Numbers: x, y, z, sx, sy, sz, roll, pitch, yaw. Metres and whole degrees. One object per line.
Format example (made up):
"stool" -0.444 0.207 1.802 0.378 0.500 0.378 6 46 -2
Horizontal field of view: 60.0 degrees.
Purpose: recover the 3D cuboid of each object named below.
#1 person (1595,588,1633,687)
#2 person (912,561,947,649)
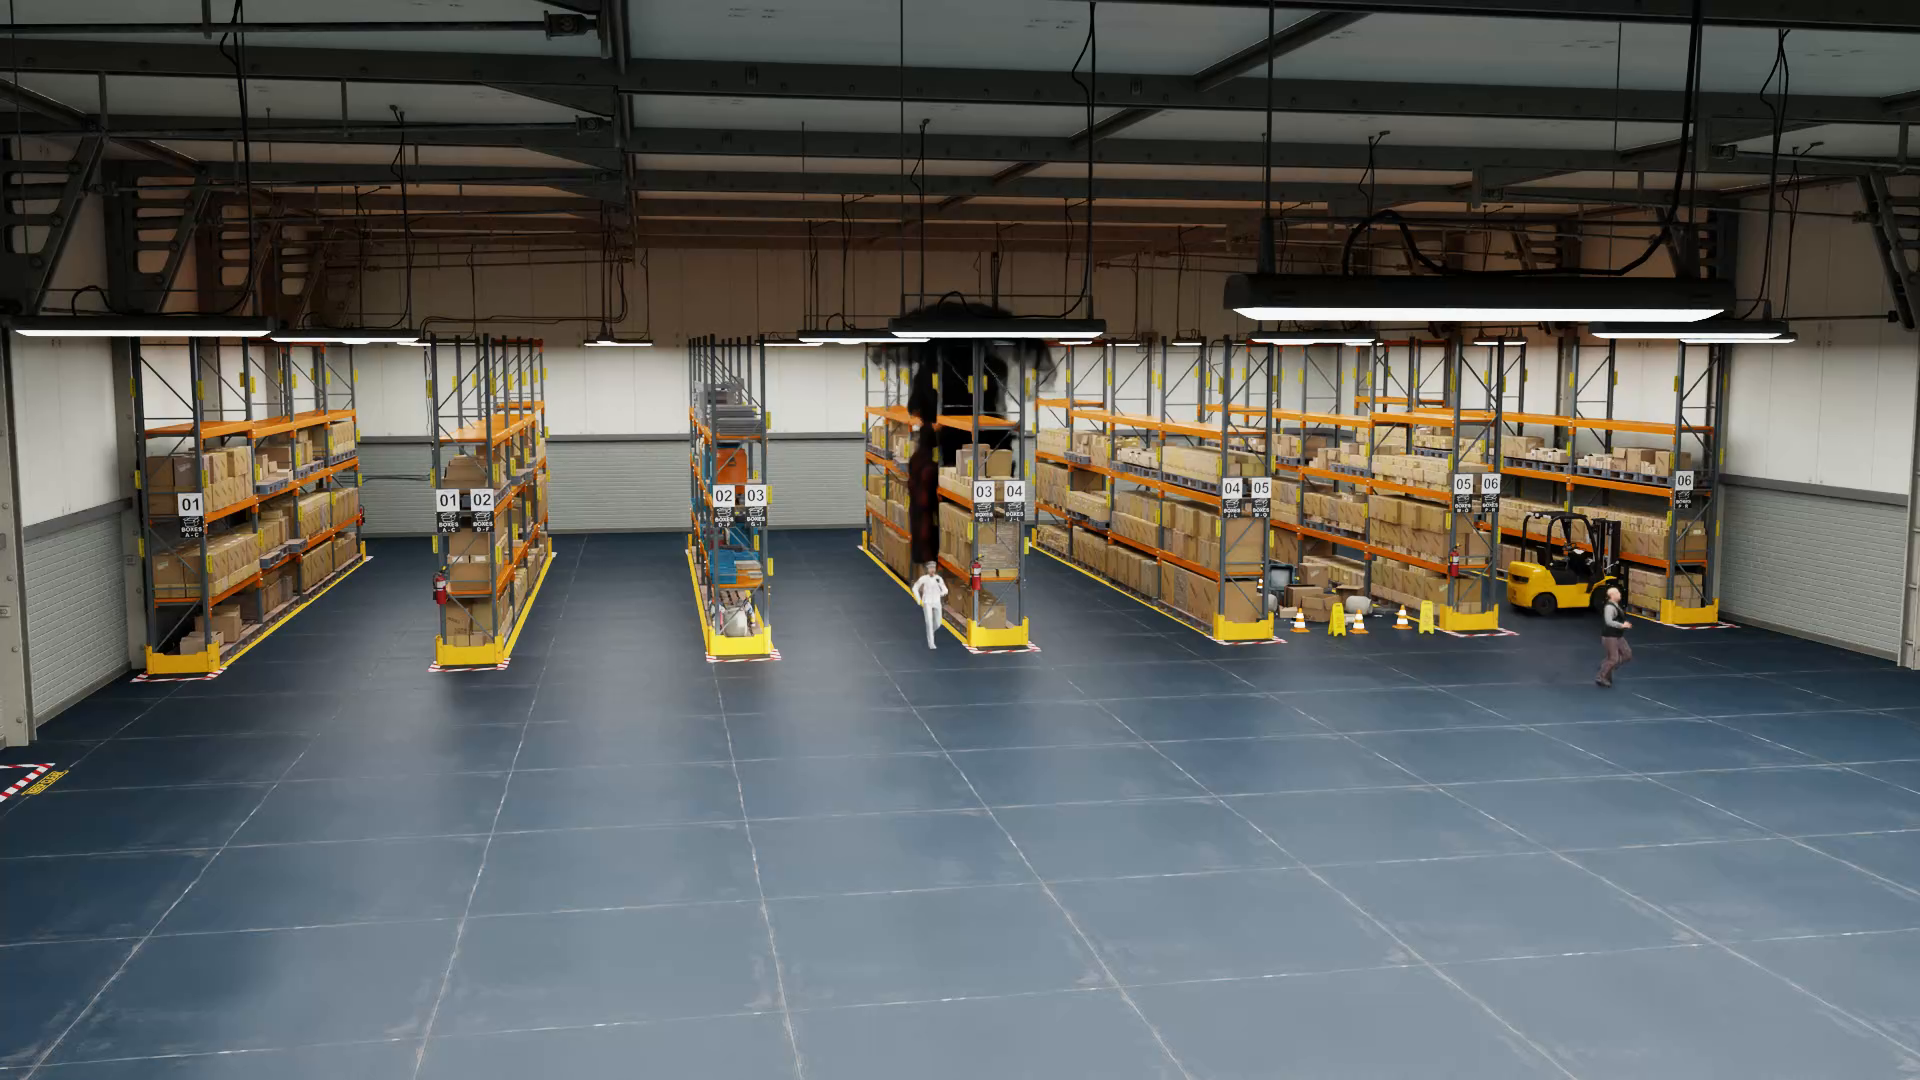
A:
"person" 11.106 1.647 28.184 0.583 1.692 0.711 4 8 33
"person" -0.556 1.233 32.005 0.660 1.666 0.803 -2 7 -14
